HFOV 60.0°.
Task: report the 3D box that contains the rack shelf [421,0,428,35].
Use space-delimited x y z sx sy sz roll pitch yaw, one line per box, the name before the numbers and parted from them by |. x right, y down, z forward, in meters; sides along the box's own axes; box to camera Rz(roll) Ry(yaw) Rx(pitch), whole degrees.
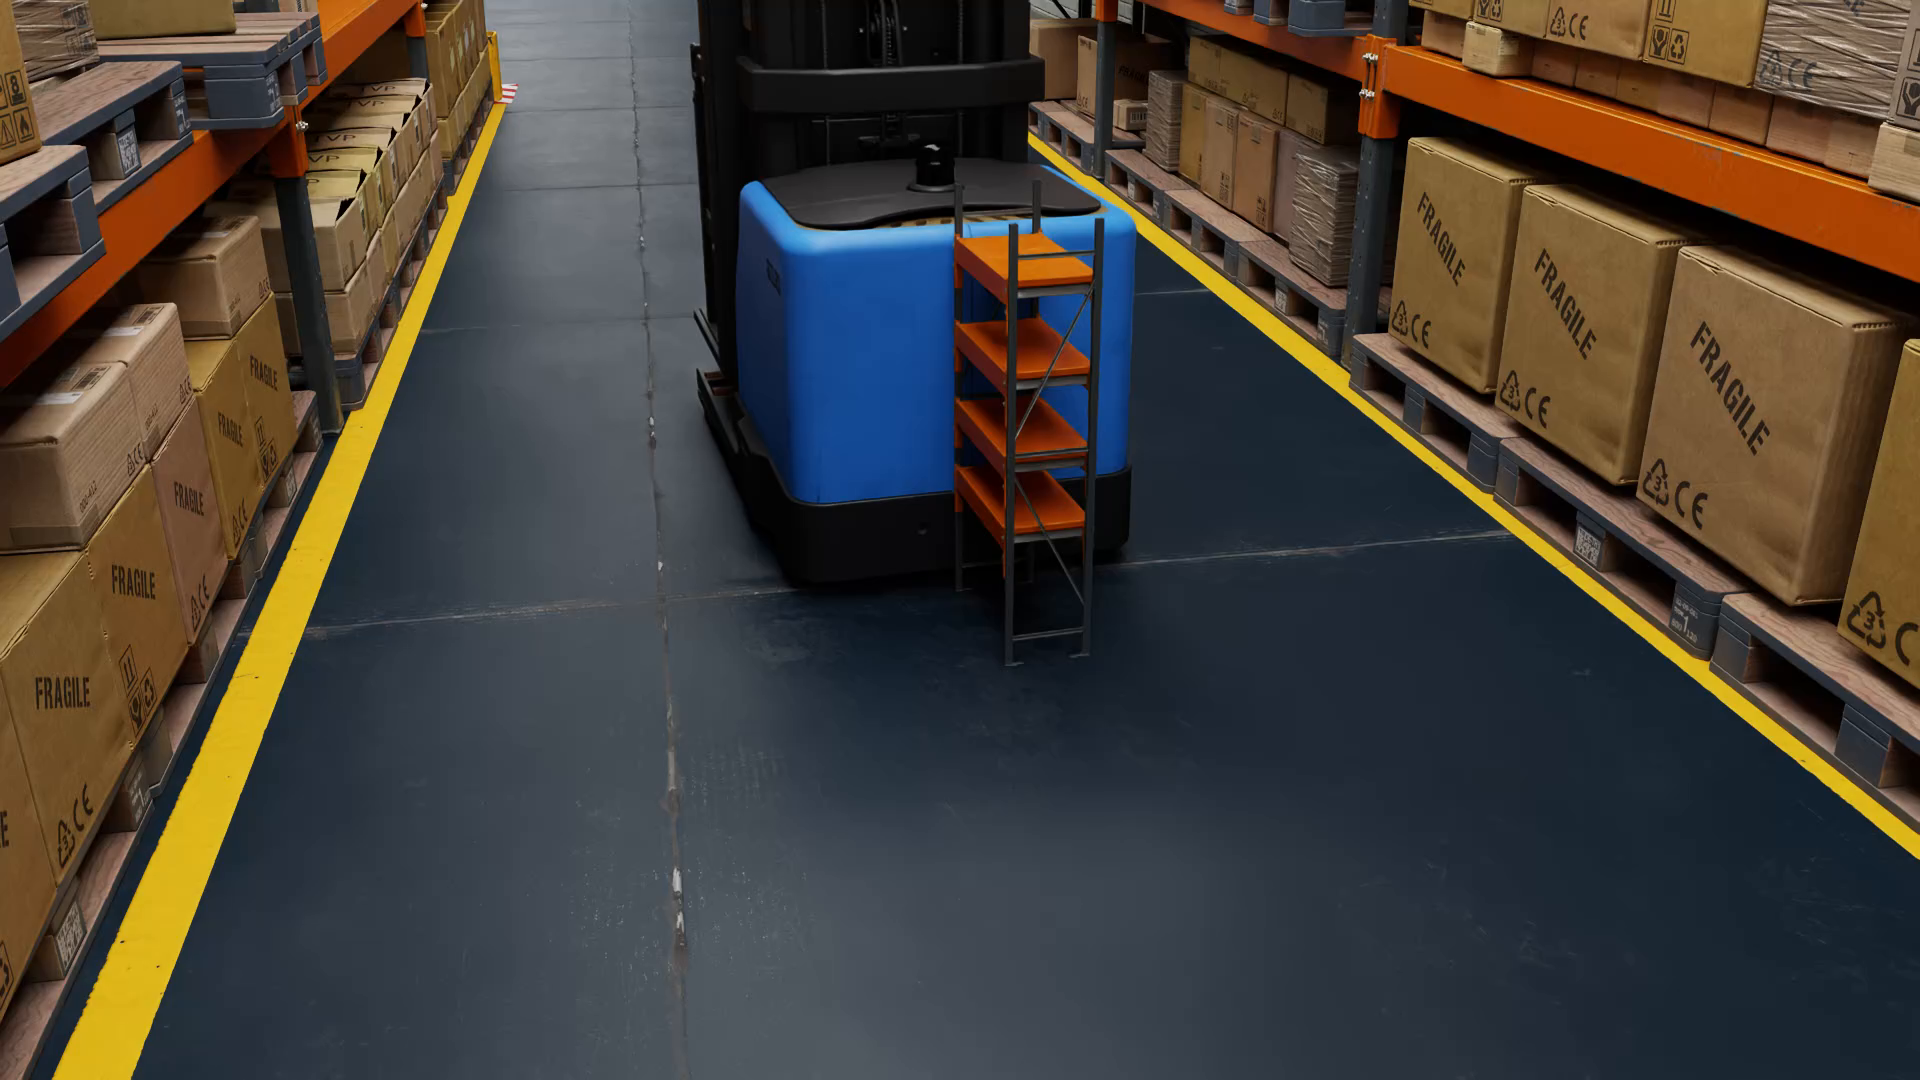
rack shelf | -3.896 -3.774 11.043 1.077 0.370 4.000 -4 24 -10

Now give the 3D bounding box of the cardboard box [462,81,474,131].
cardboard box | -3.489 -2.849 10.936 0.500 0.250 0.500 -4 24 -10

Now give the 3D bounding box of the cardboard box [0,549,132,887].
cardboard box | -2.007 0.356 3.261 0.500 0.500 0.500 -4 24 -9

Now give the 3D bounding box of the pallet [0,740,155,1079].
pallet | -2.235 0.790 3.177 1.003 0.211 1.213 -4 24 -10

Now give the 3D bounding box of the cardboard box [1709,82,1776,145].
cardboard box | 2.250 -1.153 4.432 0.380 0.149 0.250 -4 24 -8

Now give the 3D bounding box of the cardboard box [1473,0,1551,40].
cardboard box | 2.007 -1.887 5.301 0.500 0.500 0.500 -4 24 -8

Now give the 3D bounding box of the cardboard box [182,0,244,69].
cardboard box | -2.811 -1.850 5.848 0.500 0.311 0.500 -3 24 -6

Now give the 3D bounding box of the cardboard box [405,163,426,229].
cardboard box | -2.978 -1.708 8.323 0.500 0.250 0.500 -4 24 -9

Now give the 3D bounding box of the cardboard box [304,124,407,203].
cardboard box | -2.888 -1.770 7.765 0.500 0.311 0.500 -5 24 -10

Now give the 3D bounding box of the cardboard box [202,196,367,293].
cardboard box | -2.595 -1.161 6.371 0.500 0.311 0.500 -4 24 -8

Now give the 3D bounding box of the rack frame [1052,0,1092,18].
rack frame | 0.602 -5.259 13.543 1.000 3.000 0.127 -4 24 -10

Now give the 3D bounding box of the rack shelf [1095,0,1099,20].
rack shelf | 0.971 -4.143 11.886 1.077 0.370 4.000 -4 24 -10

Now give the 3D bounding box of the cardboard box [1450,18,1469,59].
cardboard box | 1.952 -1.760 5.821 0.380 0.149 0.250 -4 24 -9

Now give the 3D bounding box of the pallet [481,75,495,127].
pallet | -4.083 -3.315 12.577 1.003 0.211 1.213 -4 24 -10

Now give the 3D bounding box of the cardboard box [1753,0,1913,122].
cardboard box | 2.299 -1.291 3.937 0.500 0.500 0.500 -4 24 -10

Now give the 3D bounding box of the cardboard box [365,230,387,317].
cardboard box | -2.689 -1.102 6.936 0.500 0.250 0.500 -5 24 -11

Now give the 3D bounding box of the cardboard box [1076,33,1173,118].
cardboard box | 1.110 -3.147 11.281 0.500 0.500 0.500 -6 24 -14

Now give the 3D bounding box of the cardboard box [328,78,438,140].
cardboard box | -3.170 -2.369 9.136 0.500 0.311 0.500 -4 24 -10

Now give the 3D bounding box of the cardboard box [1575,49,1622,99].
cardboard box | 2.142 -1.458 5.129 0.380 0.149 0.250 -4 24 -9

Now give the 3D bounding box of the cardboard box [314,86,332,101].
cardboard box | -3.695 -2.326 9.038 0.500 0.311 0.500 -4 24 -10

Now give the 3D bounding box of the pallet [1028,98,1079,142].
pallet | 0.953 -3.150 12.199 1.003 0.211 1.213 -4 24 -10

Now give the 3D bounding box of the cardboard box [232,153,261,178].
cardboard box | -3.319 -1.524 7.202 0.500 0.311 0.500 -4 24 -10

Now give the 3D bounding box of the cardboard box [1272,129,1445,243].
cardboard box | 1.916 -1.659 7.874 0.700 0.500 0.500 -4 24 -10

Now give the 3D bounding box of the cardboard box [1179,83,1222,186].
cardboard box | 1.639 -2.254 9.236 0.700 0.500 0.500 -5 24 -11

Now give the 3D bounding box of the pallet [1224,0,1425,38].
pallet | 1.844 -2.297 7.001 1.213 0.211 1.003 -4 24 -10

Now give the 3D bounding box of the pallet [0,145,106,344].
pallet | -2.088 -0.405 2.670 1.003 0.211 1.213 -4 24 -10

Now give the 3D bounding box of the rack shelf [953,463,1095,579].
rack shelf | 0.168 -0.071 4.578 0.258 0.148 0.480 -6 24 -14

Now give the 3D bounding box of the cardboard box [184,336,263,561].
cardboard box | -2.288 -0.246 4.639 0.500 0.500 0.500 -5 24 -12

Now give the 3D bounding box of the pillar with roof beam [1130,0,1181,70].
pillar with roof beam | -2.650 -7.478 11.129 9.100 9.000 0.400 -4 24 -10

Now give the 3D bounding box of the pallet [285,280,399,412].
pallet | -2.901 -0.793 6.802 1.003 0.211 1.213 -4 24 -10

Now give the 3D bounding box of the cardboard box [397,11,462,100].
cardboard box | -3.405 -2.995 10.334 0.500 0.500 0.500 -4 24 -10

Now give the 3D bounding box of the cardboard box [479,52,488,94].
cardboard box | -3.772 -3.438 12.286 0.500 0.250 0.500 -4 24 -10

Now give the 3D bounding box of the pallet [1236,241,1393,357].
pallet | 1.938 -1.142 7.601 1.003 0.211 1.213 -4 24 -10

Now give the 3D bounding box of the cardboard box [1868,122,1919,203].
cardboard box | 2.300 -0.847 3.731 0.380 0.149 0.250 -4 24 -10

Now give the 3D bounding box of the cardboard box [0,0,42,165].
cardboard box | -2.104 -0.878 2.862 0.700 0.500 0.500 -1 24 -1

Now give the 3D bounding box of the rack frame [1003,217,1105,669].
rack frame | 0.234 -0.221 4.257 0.240 1.200 0.015 -6 24 -14

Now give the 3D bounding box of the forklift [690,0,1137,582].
forklift | -0.375 -1.785 5.674 1.130 2.935 3.031 -6 24 -14

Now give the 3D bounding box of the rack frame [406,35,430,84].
rack frame | -3.526 -3.317 9.098 1.000 3.000 0.127 -4 24 -10

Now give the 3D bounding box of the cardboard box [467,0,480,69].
cardboard box | -3.675 -3.586 11.686 0.500 0.500 0.500 -4 24 -10

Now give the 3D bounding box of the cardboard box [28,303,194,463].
cardboard box | -2.175 -0.369 3.985 0.500 0.250 0.500 -5 24 -11

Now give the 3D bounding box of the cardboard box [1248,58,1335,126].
cardboard box | 1.753 -2.222 8.227 0.500 0.250 0.500 -4 24 -10

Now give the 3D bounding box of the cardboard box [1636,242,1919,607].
cardboard box | 2.405 -0.342 4.446 0.750 0.750 0.750 -4 24 -8

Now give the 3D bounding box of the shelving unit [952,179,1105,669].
shelving unit | 0.168 -0.315 4.472 0.258 1.200 0.503 -6 24 -14
